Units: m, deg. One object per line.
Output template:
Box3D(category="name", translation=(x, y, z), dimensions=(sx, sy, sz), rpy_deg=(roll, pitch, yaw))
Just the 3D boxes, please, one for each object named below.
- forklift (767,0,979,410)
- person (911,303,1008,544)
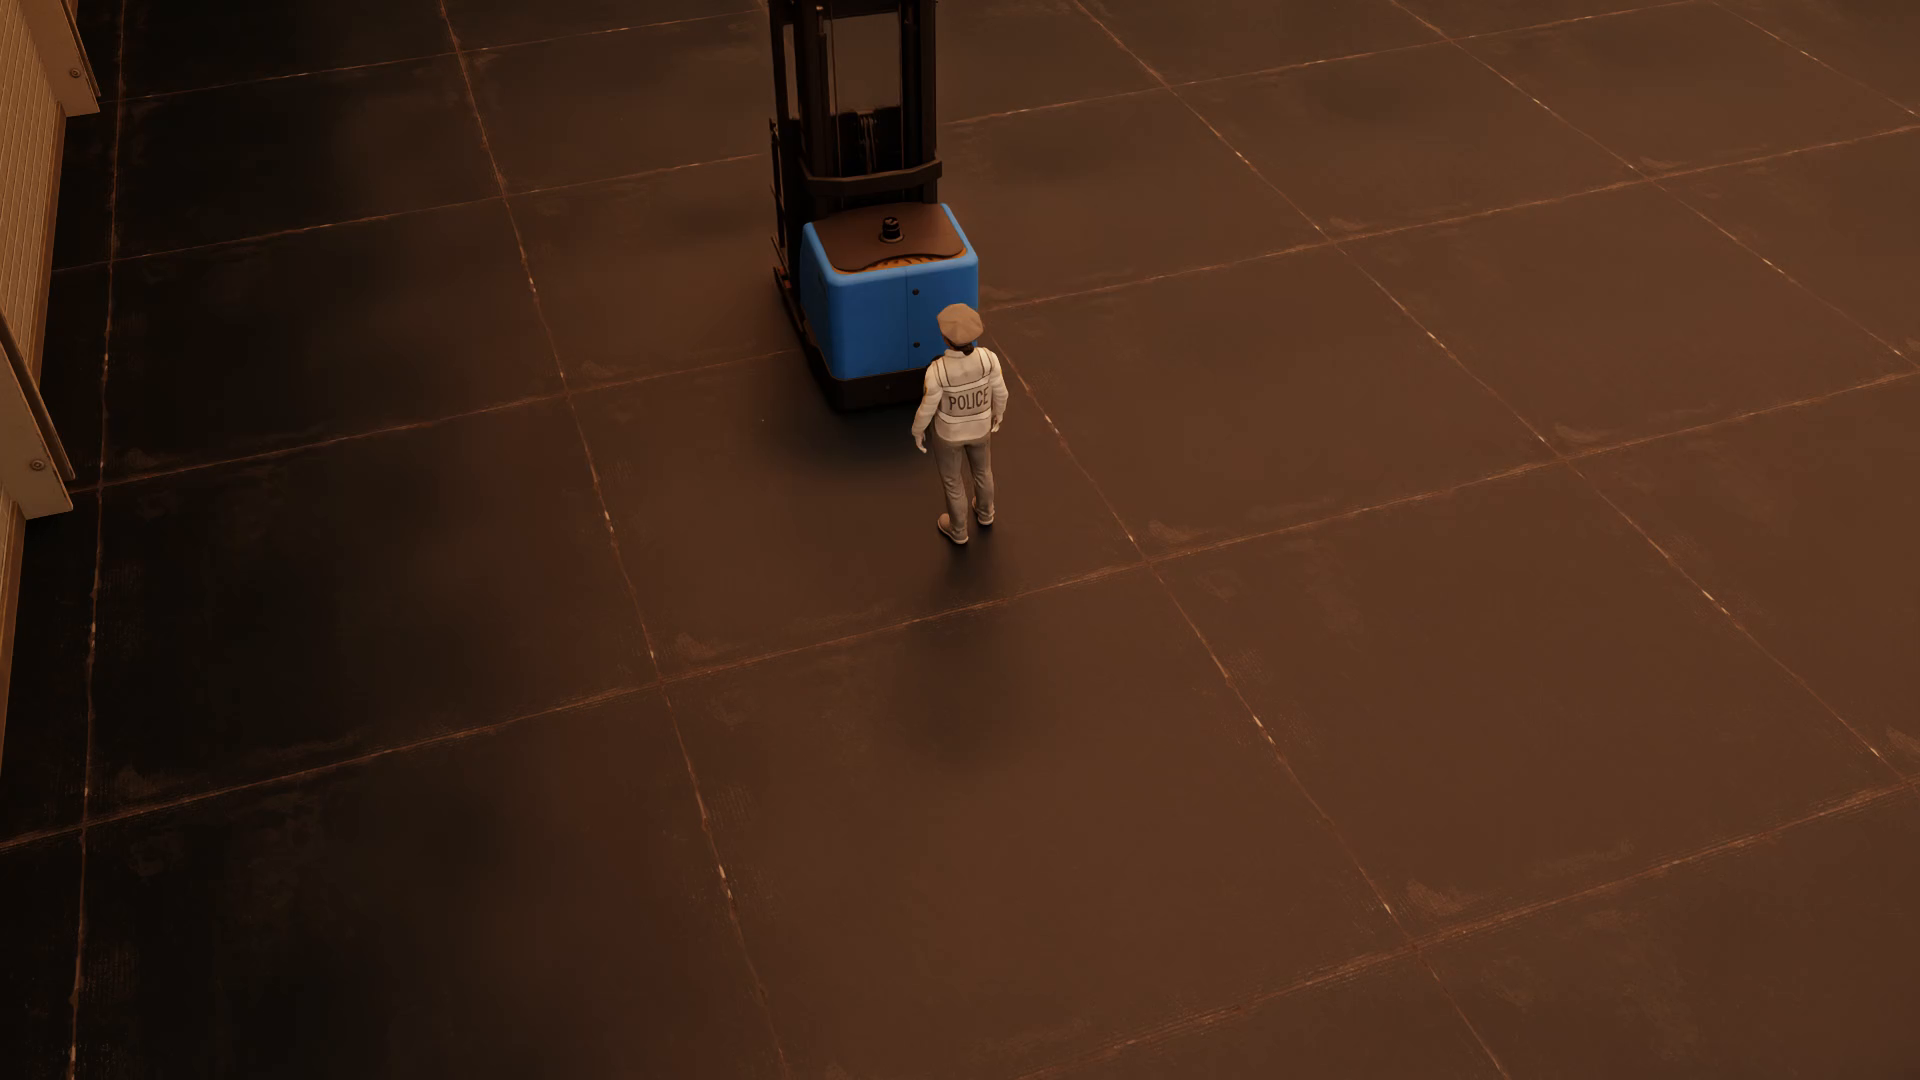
Box3D(category="forklift", translation=(-0.767, -2.957, 11.518), dimensions=(1.130, 2.935, 3.031), rpy_deg=(-11, 41, -12))
Box3D(category="person", translation=(-0.018, -0.697, 9.777), dimensions=(0.587, 1.695, 0.531), rpy_deg=(-13, 42, -15))
